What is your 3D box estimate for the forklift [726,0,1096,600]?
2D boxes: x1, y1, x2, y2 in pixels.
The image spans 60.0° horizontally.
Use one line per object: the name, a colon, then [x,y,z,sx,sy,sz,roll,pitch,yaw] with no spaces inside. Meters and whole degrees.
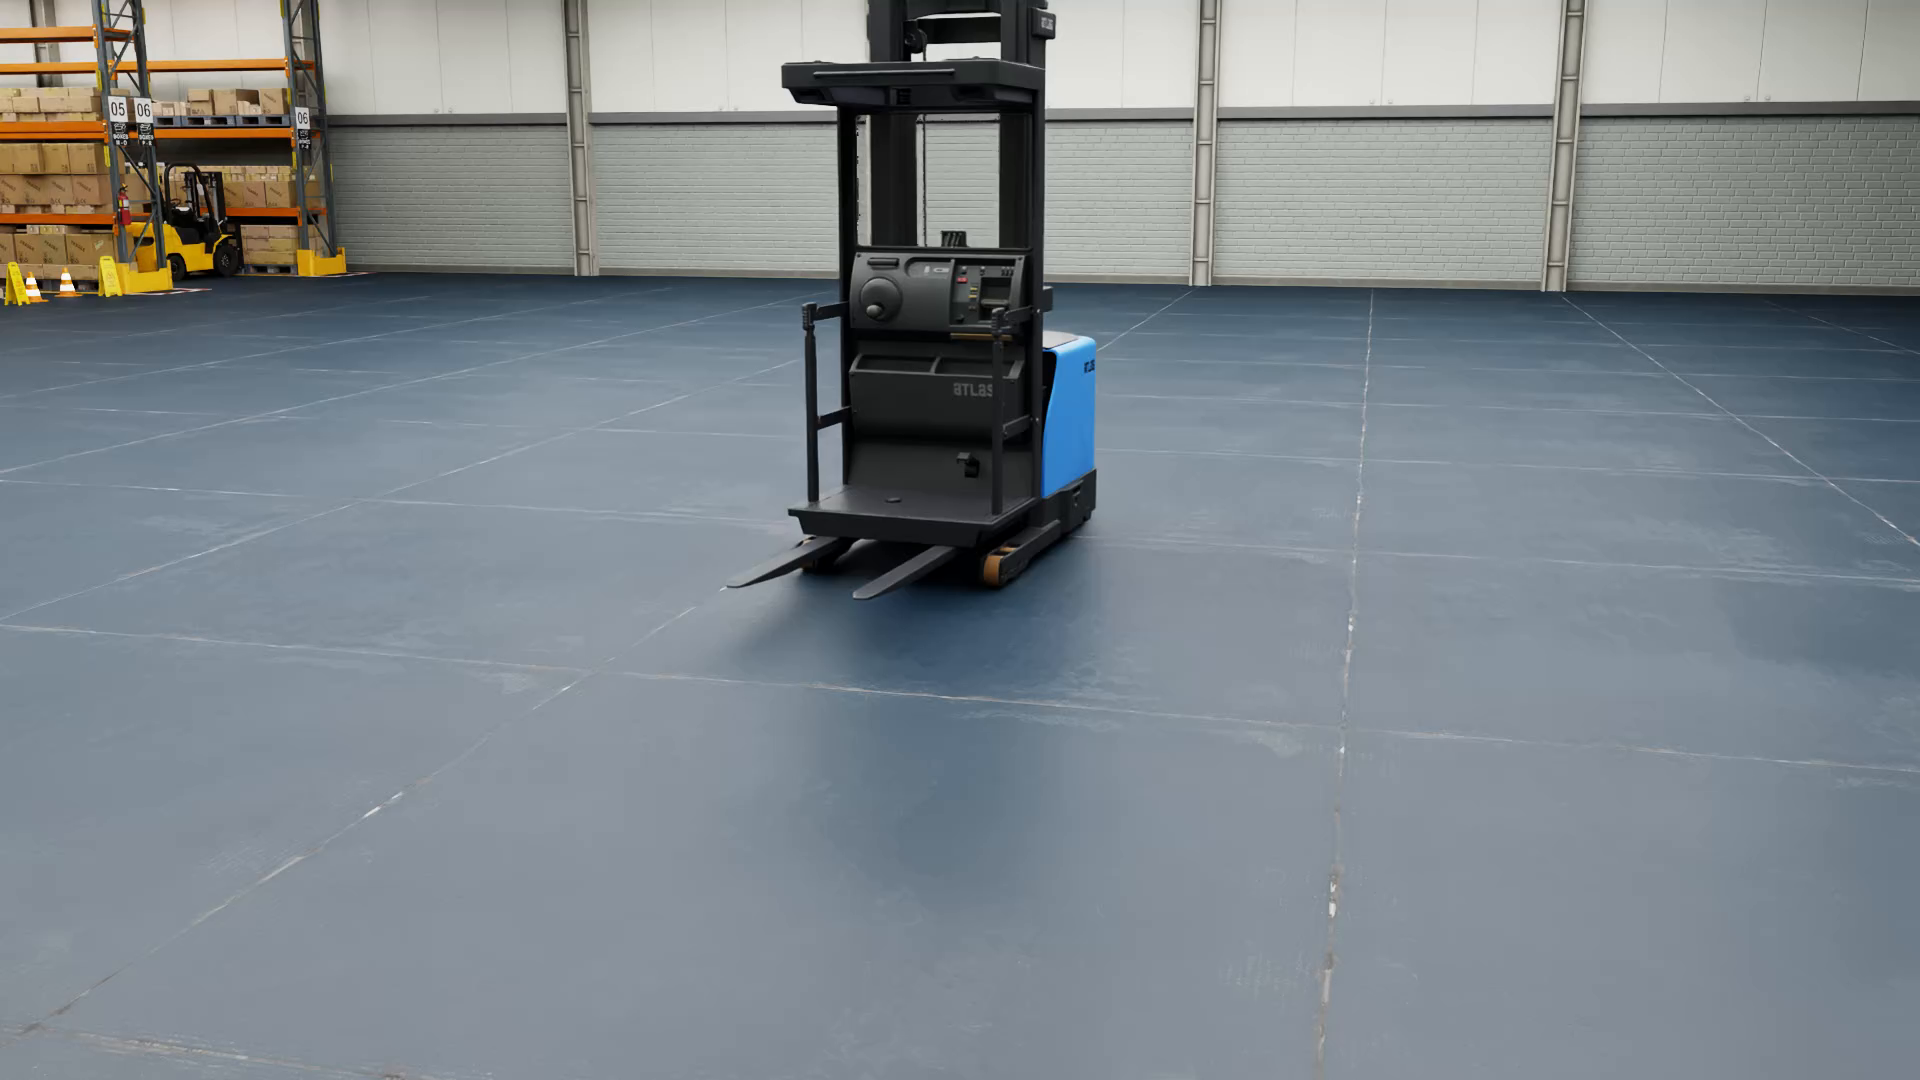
forklift: [-0.192,-1.295,8.304,1.130,2.935,3.031,5,13,20]

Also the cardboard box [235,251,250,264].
cardboard box: [-14.186,-5.627,33.051,0.500,0.250,0.500,3,13,14]

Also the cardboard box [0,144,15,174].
cardboard box: [-15.885,-6.458,28.189,0.500,0.500,0.700,3,13,13]

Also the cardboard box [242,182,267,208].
cardboard box: [-13.733,-6.799,32.723,0.500,0.500,0.500,3,13,15]

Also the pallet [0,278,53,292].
pallet: [-15.911,-4.463,28.863,1.213,0.211,1.003,3,13,14]

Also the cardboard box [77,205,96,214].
cardboard box: [-14.563,-5.549,27.898,0.250,0.149,0.380,3,13,13]

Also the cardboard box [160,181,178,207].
cardboard box: [-15.696,-6.906,33.205,0.500,0.500,0.500,3,13,15]

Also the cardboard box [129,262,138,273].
cardboard box: [-14.593,-4.670,28.735,0.500,0.250,0.500,3,13,13]

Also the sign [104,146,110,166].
sign: [-14.028,-6.311,27.351,0.005,0.325,0.100,3,13,14]

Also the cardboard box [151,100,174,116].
cardboard box: [-15.825,-8.539,32.876,0.500,0.311,0.500,3,13,15]

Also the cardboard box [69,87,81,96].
cardboard box: [-14.516,-7.415,27.544,0.250,0.149,0.380,3,13,15]

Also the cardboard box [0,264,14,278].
cardboard box: [-16.215,-4.638,28.590,0.500,0.250,0.500,3,13,13]

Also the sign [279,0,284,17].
sign: [-12.834,-10.061,31.467,0.005,0.325,0.100,3,13,14]

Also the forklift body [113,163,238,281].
forklift body: [-14.968,-6.052,31.544,1.214,2.155,2.313,3,13,14]

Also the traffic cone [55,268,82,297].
traffic cone: [-14.603,-4.220,27.185,0.334,0.463,0.336,3,13,14]

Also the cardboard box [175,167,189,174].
cardboard box: [-15.326,-7.342,32.985,0.250,0.149,0.380,3,13,13]

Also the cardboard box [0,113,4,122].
cardboard box: [-16.016,-7.108,28.002,0.250,0.149,0.380,3,13,14]

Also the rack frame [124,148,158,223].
rack frame: [-16.574,-6.959,33.673,0.127,3.000,1.000,3,13,14]

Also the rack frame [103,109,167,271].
rack frame: [-13.876,-5.707,28.032,0.127,3.000,1.000,3,13,14]

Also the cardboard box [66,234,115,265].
cardboard box: [-14.716,-4.923,28.143,0.500,0.500,0.500,3,13,14]

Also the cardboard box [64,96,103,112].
cardboard box: [-14.437,-7.213,27.555,0.500,0.250,0.500,3,13,13]

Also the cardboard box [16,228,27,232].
cardboard box: [-19.219,-6.144,34.516,0.625,0.625,0.875,3,13,15]

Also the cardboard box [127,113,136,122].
cardboard box: [-14.120,-7.134,28.120,0.250,0.149,0.380,3,13,14]

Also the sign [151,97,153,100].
sign: [-16.442,-8.831,33.810,0.005,0.325,0.100,3,13,14]

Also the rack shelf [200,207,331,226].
rack shelf: [-14.632,-6.504,33.283,4.000,0.370,1.077,3,13,14]

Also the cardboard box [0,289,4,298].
cardboard box: [-15.632,-3.959,26.733,0.250,0.149,0.380,12,17,43]

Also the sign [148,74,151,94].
sign: [-13.746,-7.712,28.127,0.005,0.325,0.100,3,13,14]

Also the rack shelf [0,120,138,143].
rack shelf: [-15.818,-6.924,28.253,4.000,0.370,1.077,3,13,14]

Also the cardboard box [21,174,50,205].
cardboard box: [-15.439,-5.925,28.097,0.500,0.500,0.500,3,13,13]

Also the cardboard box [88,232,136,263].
cardboard box: [-14.616,-5.037,28.659,0.500,0.500,0.500,3,13,12]

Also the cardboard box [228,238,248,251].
cardboard box: [-14.228,-5.868,32.982,0.500,0.250,0.500,3,13,12]

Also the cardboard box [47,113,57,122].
cardboard box: [-15.019,-7.063,27.797,0.250,0.149,0.380,3,13,14]

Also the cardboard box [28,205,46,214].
cardboard box: [-15.549,-5.611,28.177,0.250,0.149,0.380,3,13,13]

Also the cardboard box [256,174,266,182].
cardboard box: [-13.587,-7.109,32.622,0.250,0.149,0.380,3,13,15]

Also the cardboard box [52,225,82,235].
cardboard box: [-15.089,-5.244,28.095,0.250,0.149,0.380,3,13,15]

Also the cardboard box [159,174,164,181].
cardboard box: [-15.816,-7.232,33.175,0.250,0.149,0.380,3,13,13]

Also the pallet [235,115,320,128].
pallet: [-13.371,-8.215,32.612,1.213,0.211,1.003,3,13,14]

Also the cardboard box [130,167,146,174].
cardboard box: [-16.335,-7.390,33.204,0.250,0.149,0.380,3,13,15]

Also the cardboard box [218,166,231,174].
cardboard box: [-14.352,-7.281,32.712,0.250,0.149,0.380,3,13,15]

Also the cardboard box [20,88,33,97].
cardboard box: [-15.486,-7.482,27.845,0.250,0.149,0.380,3,13,12]

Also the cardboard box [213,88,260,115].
cardboard box: [-14.149,-8.564,32.552,0.500,0.500,0.700,3,13,14]

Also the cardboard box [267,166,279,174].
cardboard box: [-13.336,-7.242,32.537,0.250,0.149,0.380,3,13,14]

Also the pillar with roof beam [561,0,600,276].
pillar with roof beam: [-8.357,-8.689,27.621,0.400,9.000,9.100,3,13,14]

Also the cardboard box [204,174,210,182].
cardboard box: [-14.831,-7.168,32.888,0.250,0.149,0.380,3,13,12]
